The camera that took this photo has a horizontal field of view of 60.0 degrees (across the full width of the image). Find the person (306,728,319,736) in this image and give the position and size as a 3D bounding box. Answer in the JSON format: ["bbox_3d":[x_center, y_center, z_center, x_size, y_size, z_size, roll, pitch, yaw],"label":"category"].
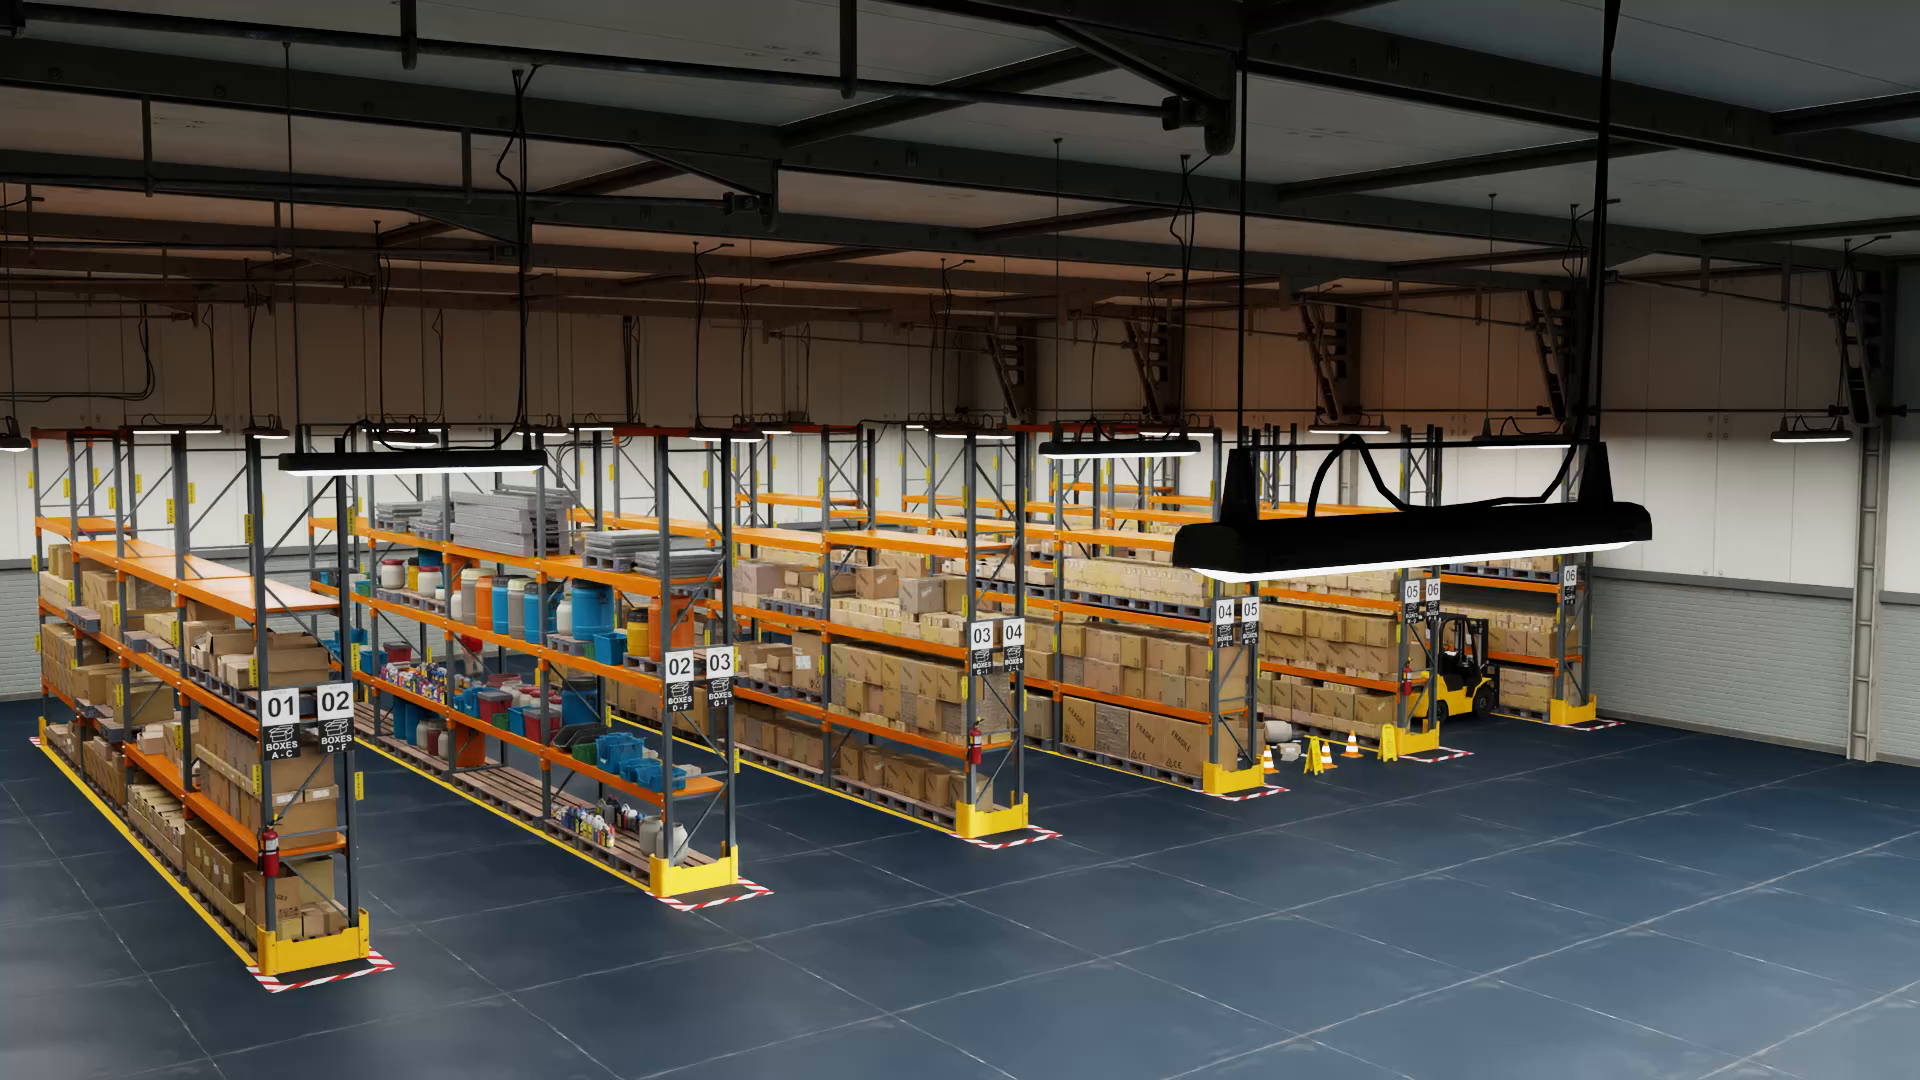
[{"bbox_3d":[-11.229,3.191,28.760,0.670,1.805,0.563,3,6,37],"label":"person"}]

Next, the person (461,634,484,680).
[{"bbox_3d":[-10.963,2.583,37.365,0.609,1.652,0.577,-4,6,-40],"label":"person"}]
